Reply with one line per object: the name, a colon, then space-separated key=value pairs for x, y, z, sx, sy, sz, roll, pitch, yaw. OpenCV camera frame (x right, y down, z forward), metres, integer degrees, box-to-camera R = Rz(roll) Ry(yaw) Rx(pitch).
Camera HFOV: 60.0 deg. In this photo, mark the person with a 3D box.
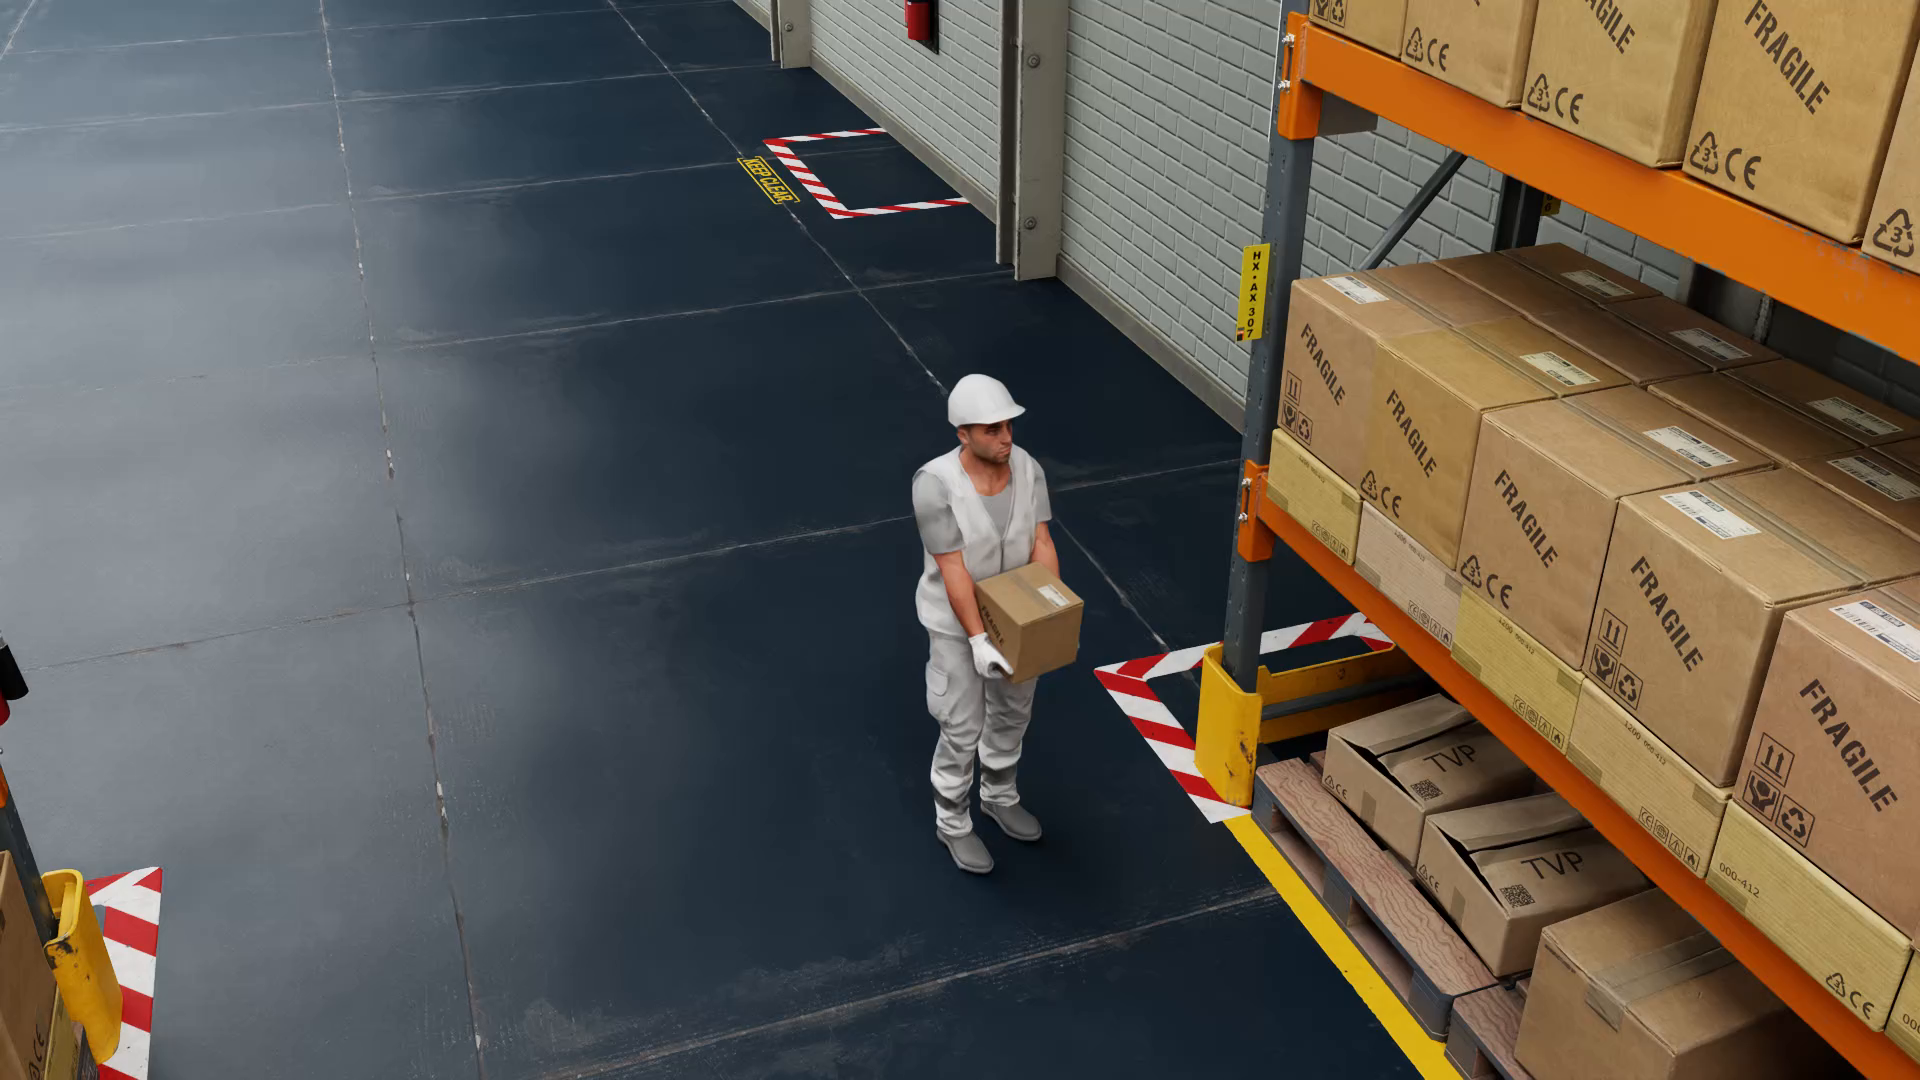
person: x=0.130 y=0.314 z=5.550 sx=0.495 sy=1.787 sz=0.562 roll=-18 pitch=34 yaw=-29
